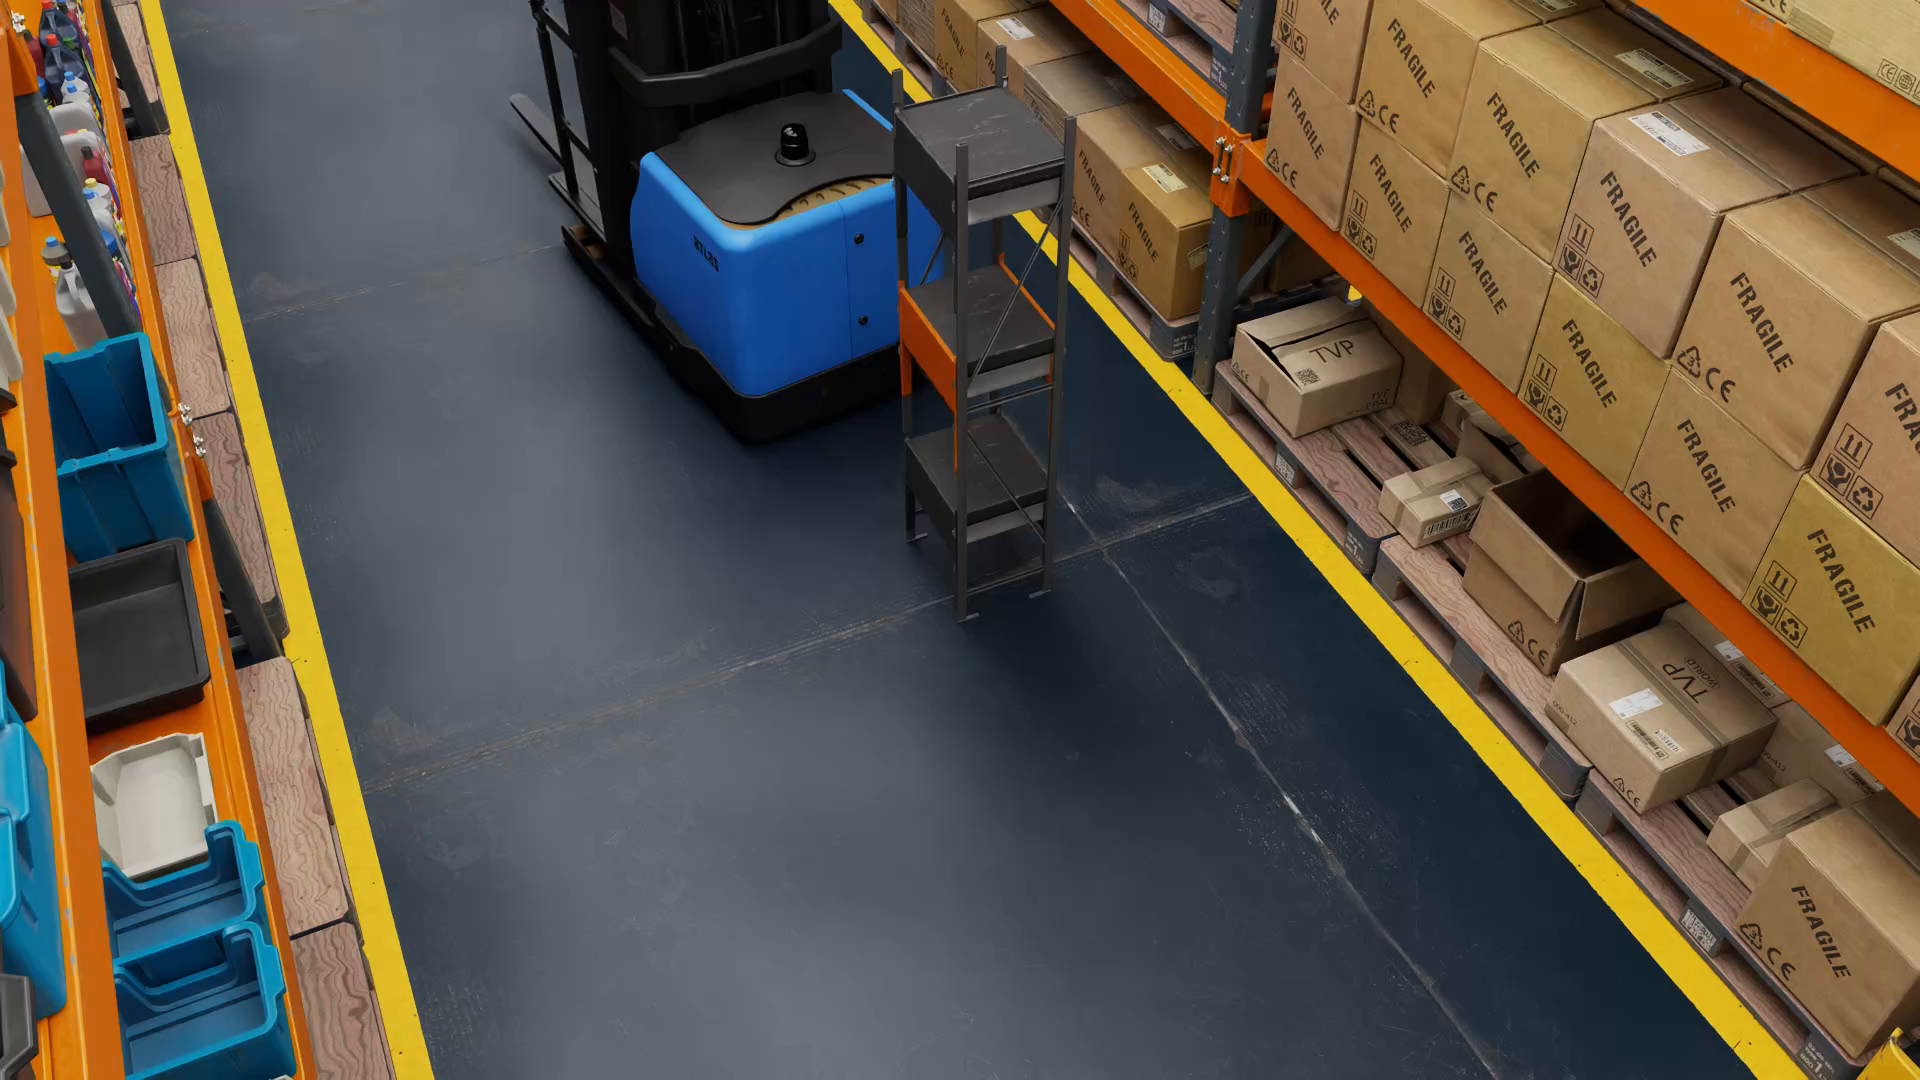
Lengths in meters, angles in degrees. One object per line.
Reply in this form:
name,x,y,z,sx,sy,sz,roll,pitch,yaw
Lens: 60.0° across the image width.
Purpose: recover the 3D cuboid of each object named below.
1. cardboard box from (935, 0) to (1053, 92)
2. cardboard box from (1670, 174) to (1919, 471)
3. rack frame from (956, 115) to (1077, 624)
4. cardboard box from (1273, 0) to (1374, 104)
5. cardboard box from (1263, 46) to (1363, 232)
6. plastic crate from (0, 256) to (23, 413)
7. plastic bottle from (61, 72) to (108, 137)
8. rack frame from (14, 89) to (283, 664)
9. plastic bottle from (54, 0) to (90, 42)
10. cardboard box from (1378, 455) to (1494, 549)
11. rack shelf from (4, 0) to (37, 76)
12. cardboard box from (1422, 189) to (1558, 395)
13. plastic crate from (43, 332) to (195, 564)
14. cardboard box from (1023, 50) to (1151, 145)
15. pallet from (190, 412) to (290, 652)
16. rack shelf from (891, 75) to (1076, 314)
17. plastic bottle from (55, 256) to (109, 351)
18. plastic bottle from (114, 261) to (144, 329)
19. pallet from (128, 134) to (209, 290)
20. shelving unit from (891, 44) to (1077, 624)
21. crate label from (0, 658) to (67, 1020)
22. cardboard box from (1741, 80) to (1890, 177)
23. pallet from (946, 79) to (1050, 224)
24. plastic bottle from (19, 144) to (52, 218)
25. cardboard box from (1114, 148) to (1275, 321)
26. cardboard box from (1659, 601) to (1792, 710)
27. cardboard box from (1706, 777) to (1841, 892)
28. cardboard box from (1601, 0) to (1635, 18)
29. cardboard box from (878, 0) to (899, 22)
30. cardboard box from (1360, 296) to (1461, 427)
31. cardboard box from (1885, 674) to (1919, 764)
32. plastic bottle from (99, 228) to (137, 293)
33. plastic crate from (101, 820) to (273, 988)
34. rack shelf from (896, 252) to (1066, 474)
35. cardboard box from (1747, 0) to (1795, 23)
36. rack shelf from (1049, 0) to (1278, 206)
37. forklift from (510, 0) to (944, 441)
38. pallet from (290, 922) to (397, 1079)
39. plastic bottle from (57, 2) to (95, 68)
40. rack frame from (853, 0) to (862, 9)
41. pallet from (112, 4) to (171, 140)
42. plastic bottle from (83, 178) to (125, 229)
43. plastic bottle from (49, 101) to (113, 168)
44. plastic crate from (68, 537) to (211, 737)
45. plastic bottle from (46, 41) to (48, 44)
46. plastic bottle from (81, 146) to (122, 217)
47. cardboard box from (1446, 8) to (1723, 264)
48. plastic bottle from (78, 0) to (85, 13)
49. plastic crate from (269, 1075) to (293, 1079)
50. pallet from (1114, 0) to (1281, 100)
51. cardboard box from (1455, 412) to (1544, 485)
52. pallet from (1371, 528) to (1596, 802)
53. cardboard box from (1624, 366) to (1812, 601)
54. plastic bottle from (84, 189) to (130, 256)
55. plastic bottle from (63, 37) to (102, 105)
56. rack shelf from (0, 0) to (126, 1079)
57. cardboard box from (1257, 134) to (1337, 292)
cardboard box,0.197,-2.677,8.794,0.500,0.500,0.500,-19,48,-18
cardboard box,2.325,-0.585,4.424,0.500,0.500,0.500,-17,47,-16
rack frame,0.172,-0.486,5.748,0.400,2.100,0.015,-18,47,-17
cardboard box,1.458,-1.897,5.754,0.500,0.500,0.500,-17,47,-16
cardboard box,1.483,-1.519,6.083,0.500,0.500,0.500,-17,47,-16
plastic crate,-1.950,-0.409,2.977,0.437,0.282,0.530,-18,47,-17
plastic bottle,-3.381,-1.672,6.401,0.097,0.271,0.097,0,45,0
rack frame,-2.980,-0.429,5.049,1.000,3.000,0.127,-18,47,-17
plastic bottle,-3.730,-2.177,6.962,0.097,0.201,0.097,0,45,0
cardboard box,1.868,-0.157,6.478,0.380,0.166,0.250,-18,47,-17
rack shelf,-3.821,-2.515,5.539,1.077,0.370,4.000,-18,47,-17
cardboard box,1.909,-0.874,5.429,0.500,0.500,0.500,-18,47,-18
plastic crate,-2.475,-0.247,4.834,0.392,0.384,0.575,-18,47,-17
cardboard box,0.637,-2.023,8.131,0.500,0.500,0.500,-17,47,-17
pallet,-3.267,0.060,6.539,1.003,0.211,1.213,-18,47,-17
rack shelf,0.070,-1.130,5.424,0.431,0.518,0.480,-18,47,-17
plastic bottle,-2.851,-0.757,5.416,0.144,0.351,0.185,-18,47,-17
plastic bottle,-2.804,-0.832,5.540,0.061,0.283,0.133,-18,47,-17
pallet,-4.293,-1.495,8.115,1.003,0.211,1.213,-18,47,-17
shelving unit,0.070,-0.642,5.906,0.431,2.100,0.503,-18,47,-17
crate label,-1.393,0.422,2.157,0.408,0.251,0.502,-18,47,-17
cardboard box,2.603,-1.067,4.912,0.500,0.500,0.500,-18,48,-18
pallet,0.622,-2.182,8.811,1.003,0.211,1.213,-18,47,-17
plastic bottle,-3.357,-1.337,6.058,0.152,0.276,0.135,-18,47,-17
cardboard box,1.048,-1.386,7.485,0.500,0.500,0.500,-18,47,-18
cardboard box,2.806,0.415,5.839,0.500,0.250,0.500,-18,47,-17
cardboard box,2.657,0.954,5.352,0.380,0.166,0.250,-18,47,-17
cardboard box,2.181,-1.709,5.563,0.500,0.500,0.500,-19,48,-18
cardboard box,-0.234,-3.330,9.456,0.500,0.500,0.500,-16,47,-16
cardboard box,2.012,-0.877,6.969,0.500,0.500,0.500,-18,47,-17
cardboard box,2.762,0.419,4.118,0.500,0.500,0.500,-17,47,-16
plastic bottle,-2.910,-0.958,5.676,0.097,0.271,0.097,0,45,0
plastic crate,-1.783,0.874,3.805,0.416,0.233,0.300,-18,47,-17
rack shelf,0.070,-0.632,5.915,0.431,0.518,0.480,-18,47,-17
cardboard box,2.124,-1.564,4.170,0.500,0.250,0.500,-18,47,-17
rack shelf,0.675,-2.907,8.073,1.077,0.370,4.000,-18,47,-17
forklift,-1.280,-2.474,7.171,1.130,2.935,3.031,-25,50,-23
pallet,-2.119,1.800,4.776,1.003,0.211,1.213,-18,47,-17
plastic bottle,-3.624,-2.076,6.801,0.061,0.283,0.133,-18,47,-17
rack frame,-0.166,-4.438,9.112,1.000,3.000,0.127,-18,47,-17
pallet,-4.953,-2.490,9.123,1.003,0.211,1.213,-18,47,-17
plastic bottle,-3.089,-1.205,5.977,0.097,0.201,0.097,0,45,0
plastic bottle,-3.316,-1.530,6.253,0.152,0.276,0.135,-18,47,-17
plastic crate,-2.266,0.282,4.482,0.437,0.125,0.590,-18,47,-17
plastic bottle,-3.546,-1.855,6.578,0.061,0.283,0.133,-18,47,-17
plastic bottle,-3.121,-1.313,6.028,0.061,0.283,0.133,-18,47,-17
cardboard box,1.891,-1.241,5.089,0.500,0.500,0.500,-19,48,-19
plastic bottle,-3.853,-2.363,7.151,0.097,0.201,0.097,0,45,0
plastic crate,-1.449,1.277,3.465,0.250,0.136,0.298,-18,47,-17
pallet,1.279,-2.362,7.145,1.003,0.211,1.213,-18,47,-17
cardboard box,2.328,-0.331,6.551,0.500,0.311,0.500,-18,47,-17
pallet,2.320,0.320,6.275,1.003,0.211,1.213,-18,47,-17
cardboard box,2.336,-0.230,4.776,0.500,0.500,0.500,-18,47,-17
plastic bottle,-3.007,-1.105,5.826,0.097,0.271,0.097,0,45,0
plastic bottle,-3.491,-1.873,6.596,0.061,0.283,0.133,-18,47,-17
rack shelf,-2.139,0.034,2.956,1.077,0.370,4.000,-18,47,-17
cardboard box,1.533,-1.536,7.638,0.500,0.500,0.500,-20,48,-19
